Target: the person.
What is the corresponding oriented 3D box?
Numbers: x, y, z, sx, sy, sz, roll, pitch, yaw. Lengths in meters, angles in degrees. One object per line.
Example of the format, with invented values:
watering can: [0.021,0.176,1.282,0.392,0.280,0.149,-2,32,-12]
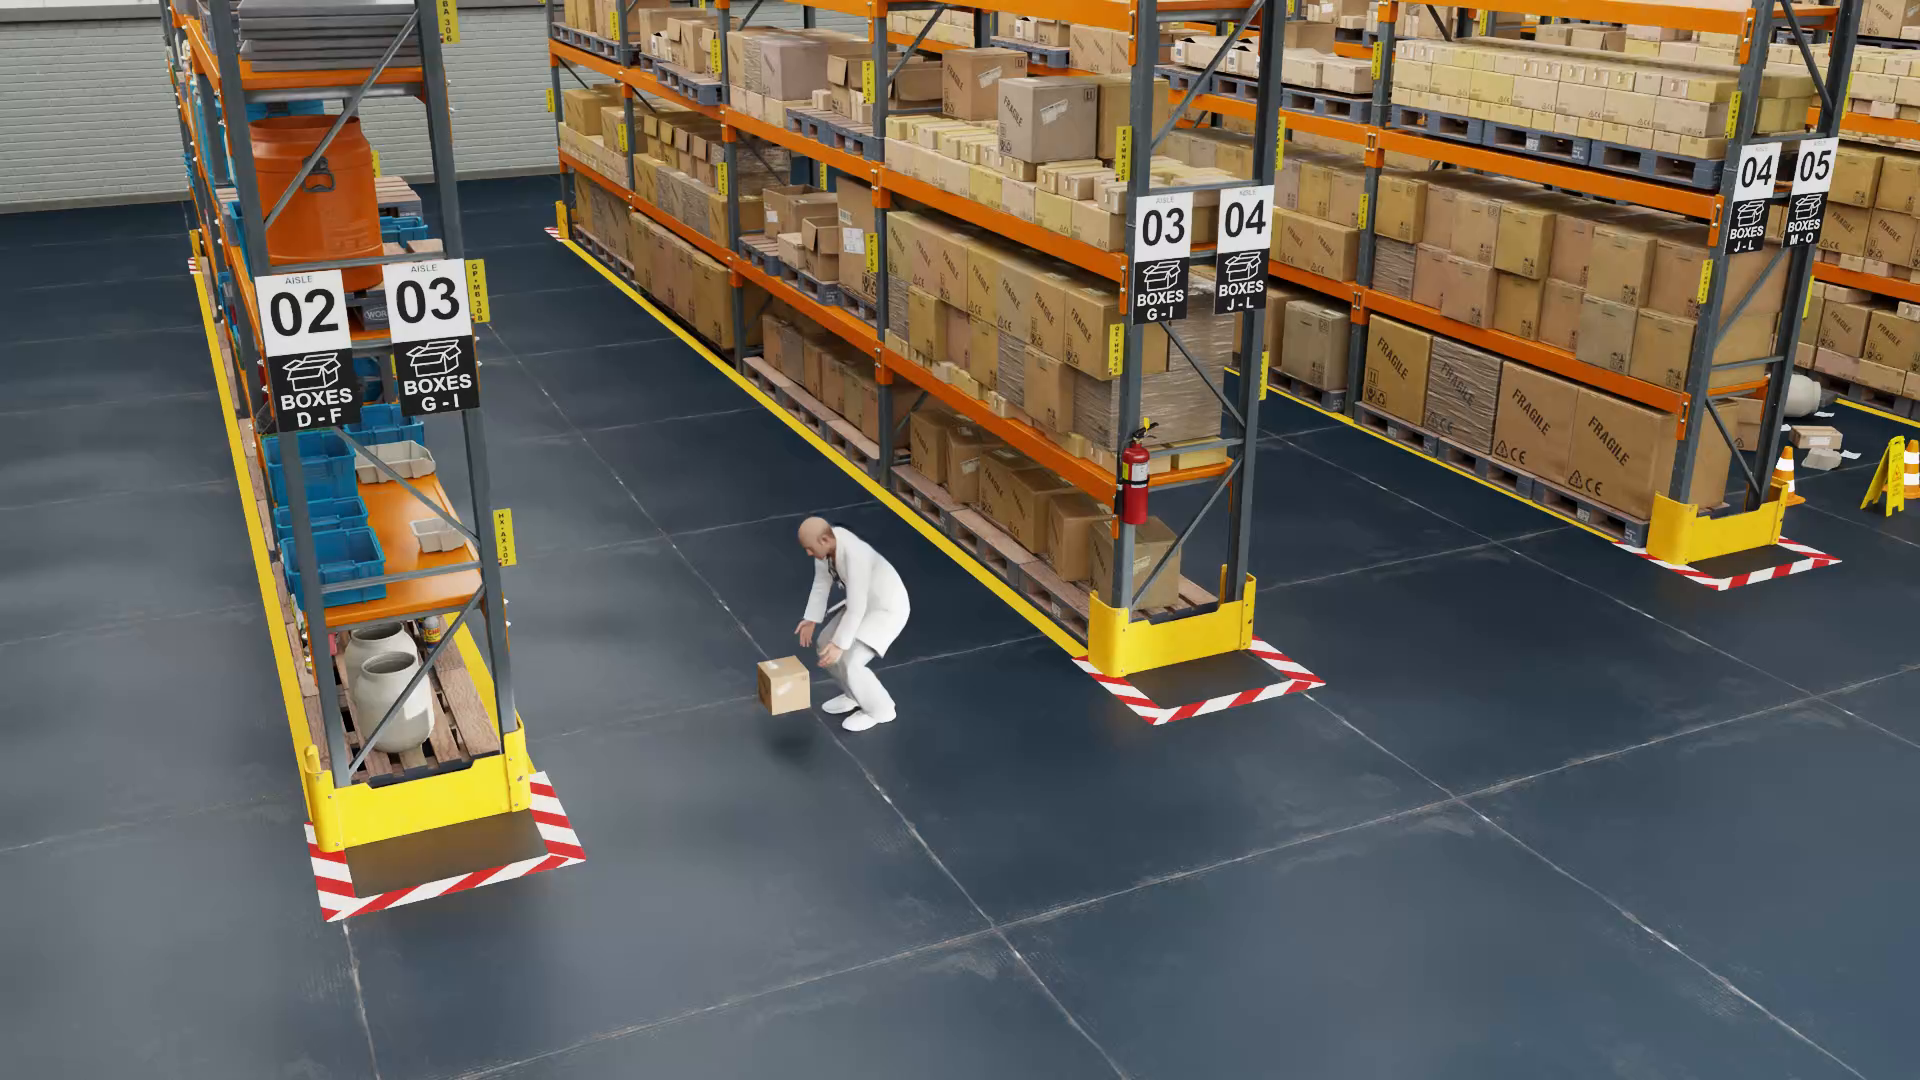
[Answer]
person: [-0.649,0.481,10.338,0.718,1.425,0.630,-10,24,-24]
